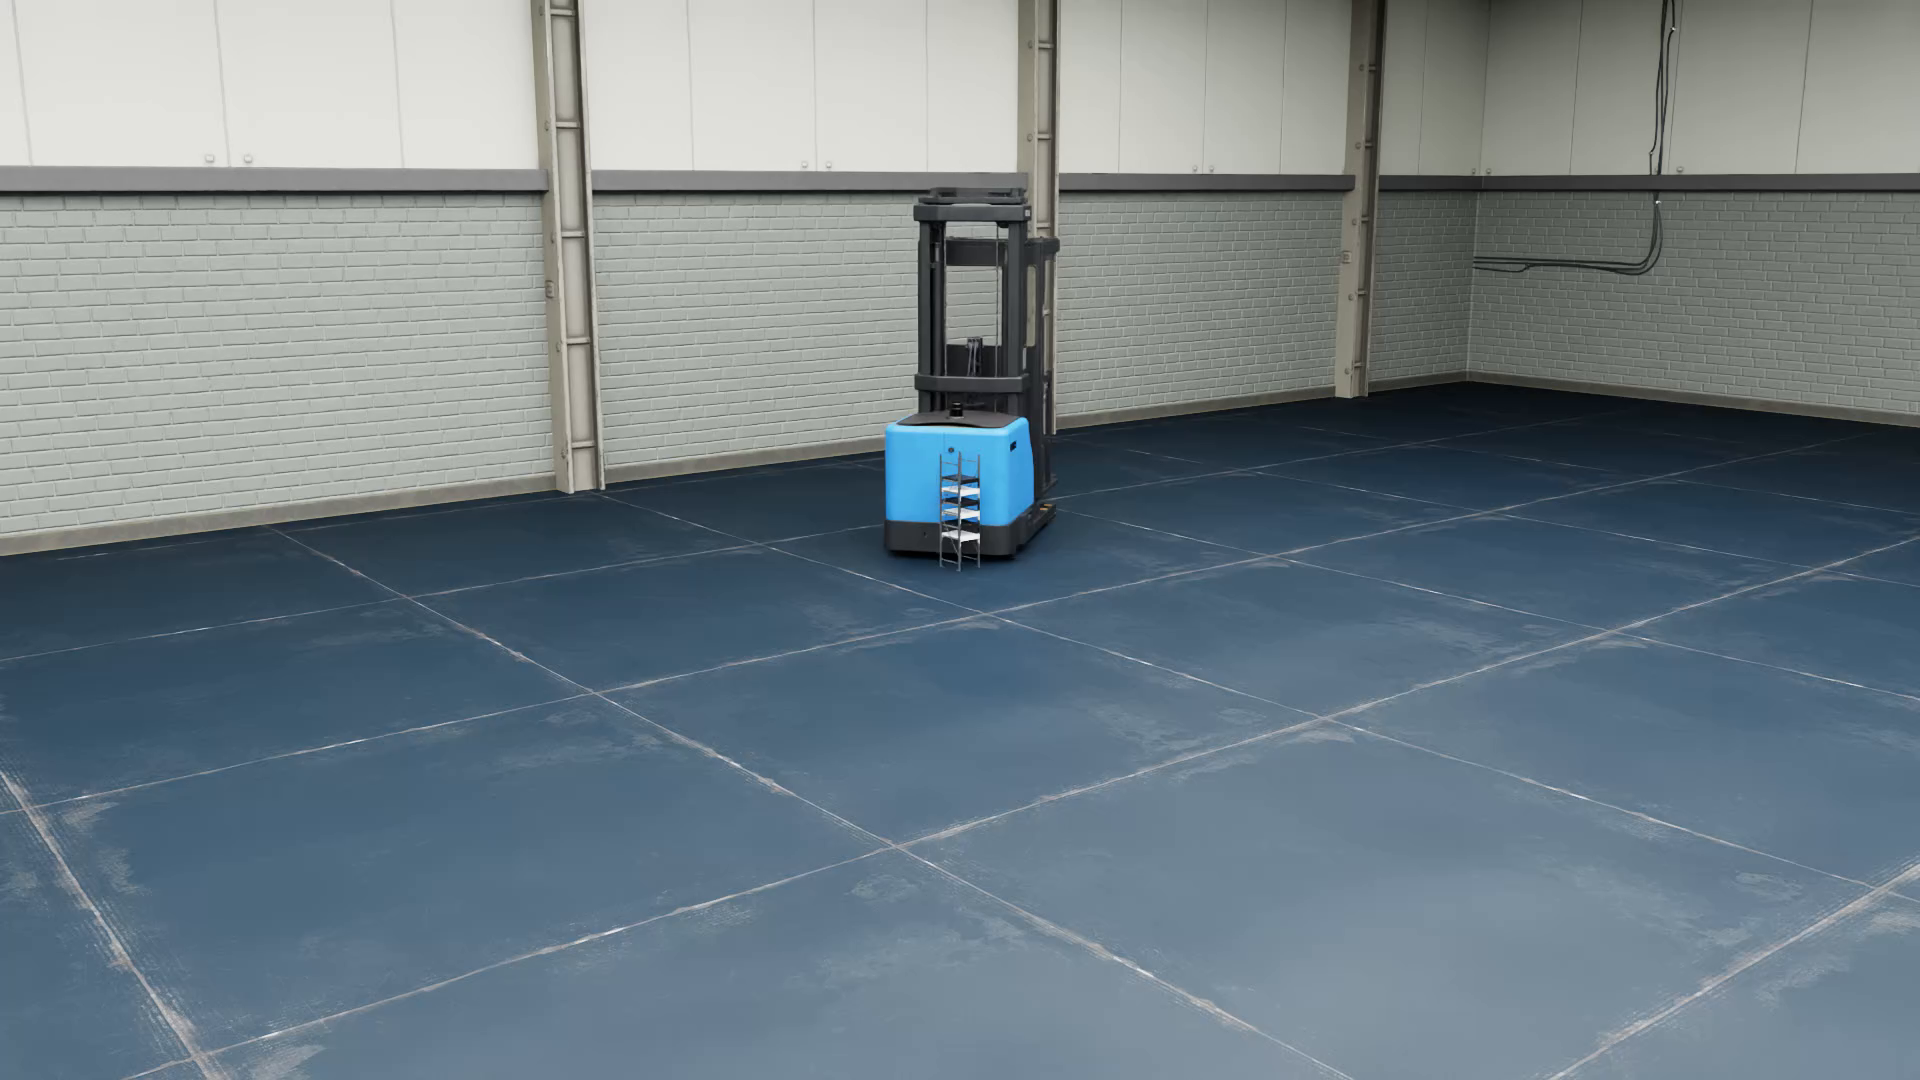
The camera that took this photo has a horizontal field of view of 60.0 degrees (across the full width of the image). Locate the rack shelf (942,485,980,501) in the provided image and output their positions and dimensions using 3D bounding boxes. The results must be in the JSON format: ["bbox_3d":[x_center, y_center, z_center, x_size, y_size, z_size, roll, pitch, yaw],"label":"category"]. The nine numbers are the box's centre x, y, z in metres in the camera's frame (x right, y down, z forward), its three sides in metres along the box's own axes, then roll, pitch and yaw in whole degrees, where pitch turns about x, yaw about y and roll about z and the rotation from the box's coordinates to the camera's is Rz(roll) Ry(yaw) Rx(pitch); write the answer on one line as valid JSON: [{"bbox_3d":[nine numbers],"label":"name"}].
[{"bbox_3d":[-0.003,-0.370,12.998,0.200,0.077,0.258,-10,16,-40],"label":"rack shelf"}]

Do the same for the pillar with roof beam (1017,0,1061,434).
[{"bbox_3d":[3.606,-4.988,15.954,0.400,9.000,9.100,-9,15,-38],"label":"pillar with roof beam"}]

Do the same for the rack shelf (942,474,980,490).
[{"bbox_3d":[-0.003,-0.458,12.980,0.200,0.077,0.258,-10,16,-40],"label":"rack shelf"}]

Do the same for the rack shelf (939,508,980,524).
[{"bbox_3d":[-0.003,-0.194,13.036,0.200,0.077,0.258,-10,16,-40],"label":"rack shelf"}]

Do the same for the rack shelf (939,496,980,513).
[{"bbox_3d":[-0.003,-0.282,13.017,0.200,0.077,0.258,-10,16,-40],"label":"rack shelf"}]

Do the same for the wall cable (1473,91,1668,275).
[{"bbox_3d":[8.729,-5.114,24.022,0.112,2.526,3.097,-9,15,-38],"label":"wall cable"}]

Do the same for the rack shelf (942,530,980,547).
[{"bbox_3d":[-0.003,-0.018,13.073,0.200,0.077,0.258,-10,16,-40],"label":"rack shelf"}]

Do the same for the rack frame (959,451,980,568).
[{"bbox_3d":[0.073,-0.240,13.095,0.006,0.900,0.240,-10,16,-40],"label":"rack frame"}]

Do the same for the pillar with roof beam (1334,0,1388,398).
[{"bbox_3d":[8.291,-5.767,19.621,0.400,9.000,9.100,-9,15,-38],"label":"pillar with roof beam"}]

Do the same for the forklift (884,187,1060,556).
[{"bbox_3d":[0.243,-1.568,14.456,1.130,2.935,3.031,3,12,14],"label":"forklift"}]

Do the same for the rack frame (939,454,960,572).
[{"bbox_3d":[-0.079,-0.212,12.963,0.006,0.900,0.240,-10,16,-40],"label":"rack frame"}]

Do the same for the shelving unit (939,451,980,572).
[{"bbox_3d":[-0.003,-0.226,13.029,0.210,0.900,0.258,-10,16,-40],"label":"shelving unit"}]

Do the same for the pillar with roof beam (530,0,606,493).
[{"bbox_3d":[-1.079,-4.209,12.288,0.400,9.000,9.100,-9,15,-38],"label":"pillar with roof beam"}]

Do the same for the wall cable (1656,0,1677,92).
[{"bbox_3d":[10.419,-7.145,21.431,0.112,2.526,3.097,-9,15,-38],"label":"wall cable"}]

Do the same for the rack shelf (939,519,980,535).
[{"bbox_3d":[-0.003,-0.106,13.054,0.200,0.077,0.258,-10,16,-40],"label":"rack shelf"}]
